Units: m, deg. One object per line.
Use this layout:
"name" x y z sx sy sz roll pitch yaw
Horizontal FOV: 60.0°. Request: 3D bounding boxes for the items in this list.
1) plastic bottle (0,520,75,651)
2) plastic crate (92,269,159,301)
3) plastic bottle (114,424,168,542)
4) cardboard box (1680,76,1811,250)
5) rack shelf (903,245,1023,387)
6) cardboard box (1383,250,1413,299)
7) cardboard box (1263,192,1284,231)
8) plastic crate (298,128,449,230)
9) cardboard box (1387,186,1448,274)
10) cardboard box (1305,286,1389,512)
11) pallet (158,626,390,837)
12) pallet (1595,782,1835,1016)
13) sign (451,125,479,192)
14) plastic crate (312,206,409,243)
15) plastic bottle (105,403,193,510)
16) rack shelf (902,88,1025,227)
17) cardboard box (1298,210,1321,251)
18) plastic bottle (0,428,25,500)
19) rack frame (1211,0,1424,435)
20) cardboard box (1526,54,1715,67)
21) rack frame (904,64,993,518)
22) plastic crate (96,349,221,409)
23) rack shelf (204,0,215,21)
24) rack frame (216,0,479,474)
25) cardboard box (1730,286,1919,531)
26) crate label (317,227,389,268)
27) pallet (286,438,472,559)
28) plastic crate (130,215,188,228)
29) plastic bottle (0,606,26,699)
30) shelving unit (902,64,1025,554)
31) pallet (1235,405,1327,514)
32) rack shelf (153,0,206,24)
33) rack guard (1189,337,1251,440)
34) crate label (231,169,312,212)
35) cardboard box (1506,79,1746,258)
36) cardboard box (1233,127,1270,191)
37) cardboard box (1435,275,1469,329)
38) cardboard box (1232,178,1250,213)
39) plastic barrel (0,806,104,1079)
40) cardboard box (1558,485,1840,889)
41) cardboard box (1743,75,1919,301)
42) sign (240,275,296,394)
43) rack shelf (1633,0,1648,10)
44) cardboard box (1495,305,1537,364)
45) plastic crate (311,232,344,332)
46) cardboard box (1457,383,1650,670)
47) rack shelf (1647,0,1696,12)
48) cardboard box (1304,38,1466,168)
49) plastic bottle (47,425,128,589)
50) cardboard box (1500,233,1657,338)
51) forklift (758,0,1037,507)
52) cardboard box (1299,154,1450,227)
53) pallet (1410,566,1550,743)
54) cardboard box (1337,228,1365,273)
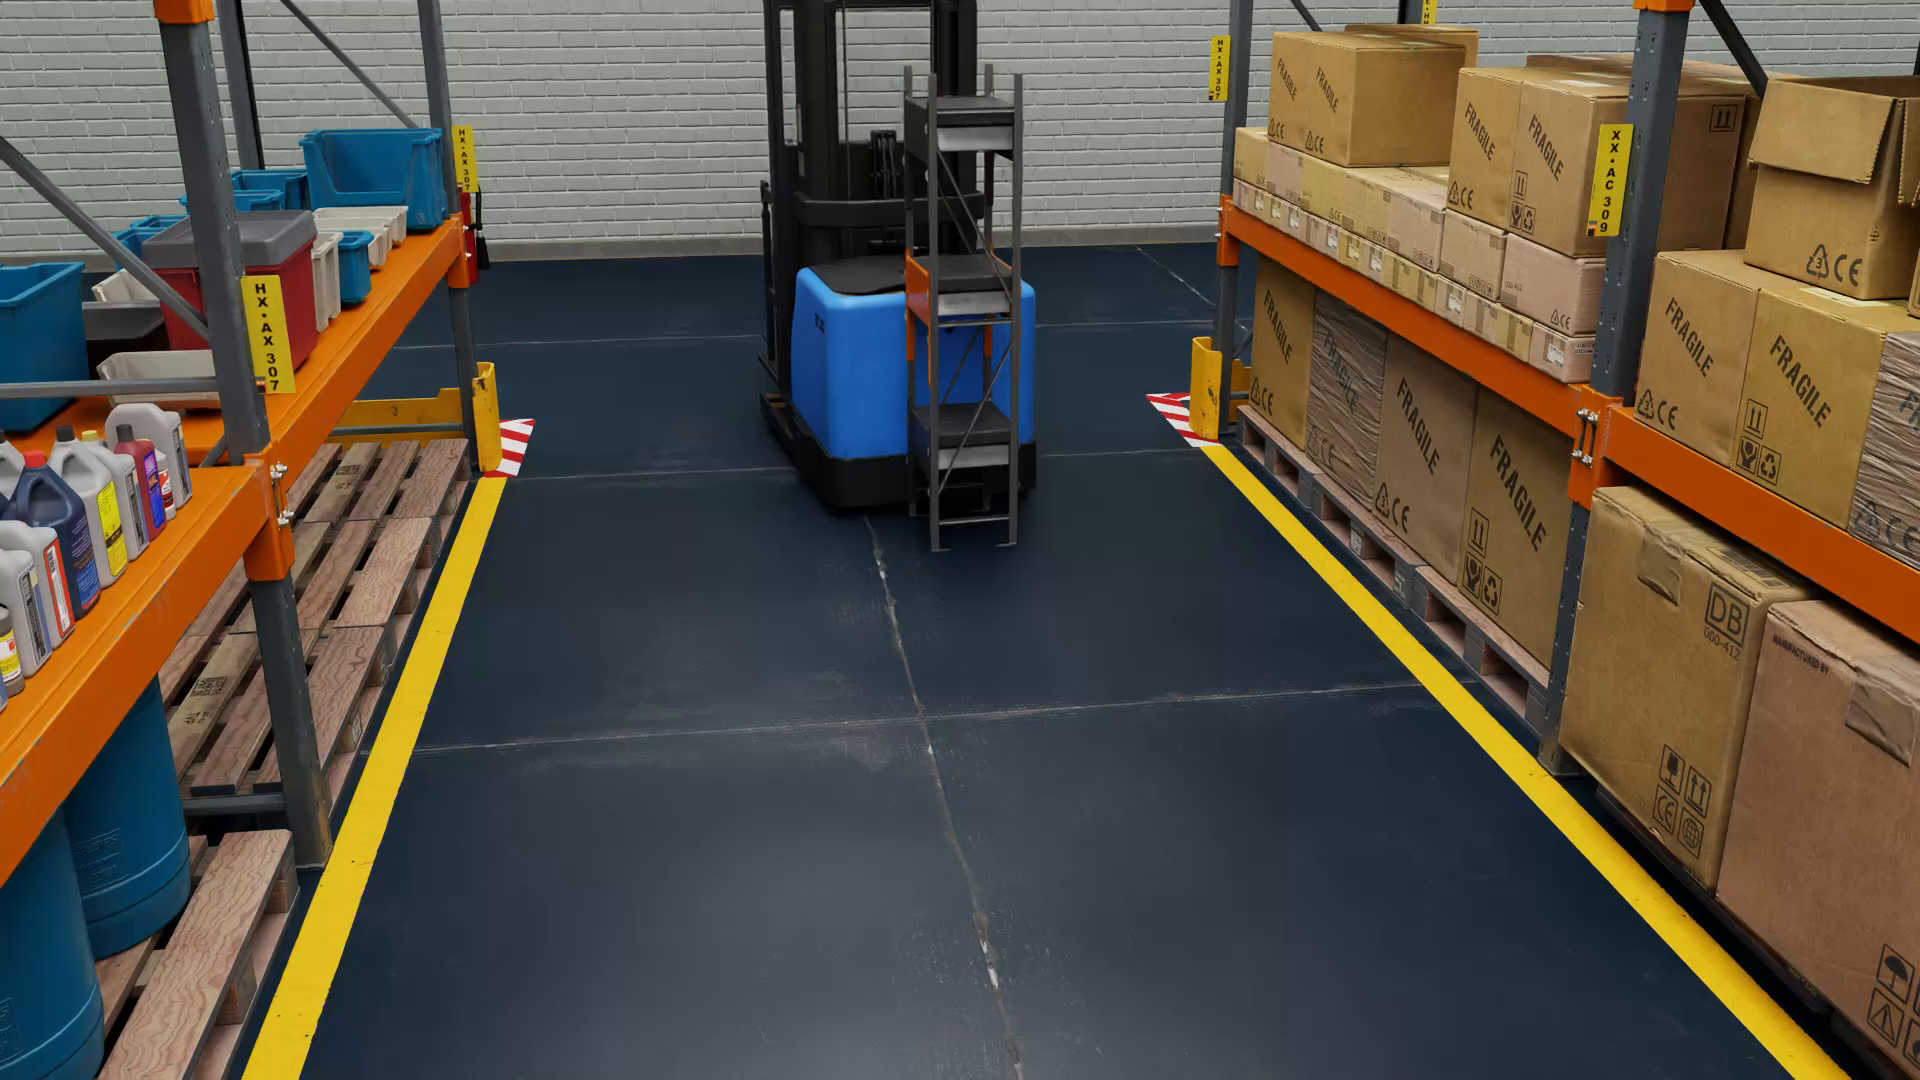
"plastic bottle" -1.925 0.079 3.395 0.152 0.276 0.135 -3 21 -8
"plastic crate" -2.975 -0.893 6.111 0.293 0.136 0.466 -3 21 -8
"plastic bottle" -1.971 -0.148 3.992 0.061 0.283 0.133 -3 21 -8
"cardboard box" 2.659 -1.249 5.492 0.500 0.500 0.500 -3 21 -8
"rack shelf" 0.007 -1.011 7.462 0.431 0.518 0.480 -5 21 -13
"cardboard box" 1.921 -1.067 6.644 0.380 0.149 0.250 -3 21 -9
"cardboard box" 1.698 -1.601 8.073 0.380 0.149 0.250 -3 21 -9
"plastic crate" -2.770 -1.724 7.907 0.616 0.435 0.499 -3 21 -8
"cardboard box" 2.001 -1.215 6.471 0.500 0.250 0.500 -2 21 -7
"cardboard box" 2.201 -0.704 7.750 0.875 0.875 0.875 -3 21 -8
"pallet" -2.571 0.653 5.666 1.003 0.211 1.213 -3 21 -8
"pallet" 2.660 0.919 4.953 1.003 0.211 1.213 -3 21 -8
"sign" -2.461 -1.895 8.270 0.100 0.325 0.005 -3 21 -8
"plastic crate" -2.706 -1.417 7.513 0.396 0.136 0.243 -3 21 -8
"plastic bottle" -2.050 -0.222 4.201 0.152 0.276 0.135 -3 21 -8
"rack shelf" 0.007 -1.667 7.217 0.431 0.518 0.480 -5 21 -13
"cardboard box" 1.773 -1.422 7.596 0.380 0.149 0.250 -3 21 -9
"plastic bottle" -2.113 -0.068 3.682 0.144 0.351 0.185 -3 21 -8
"rack frame" 1.898 -2.035 8.878 1.000 3.000 0.127 -3 21 -8
"cardboard box" 2.516 -1.600 6.431 0.500 0.500 0.500 -4 21 -9
"rack frame" -0.050 -1.107 7.679 0.400 2.100 0.015 -5 21 -13
"plastic crate" -2.352 -0.473 4.988 0.396 0.136 0.243 -3 21 -8
"rack shelf" -2.715 -2.161 5.956 1.077 0.370 4.000 -3 21 -8
"rack frame" -3.003 -1.785 8.209 1.000 3.000 0.127 -3 21 -8
"cardboard box" 2.367 -0.351 4.226 0.500 0.500 0.500 -3 21 -8
"crate label" -2.615 -1.220 6.988 0.396 0.136 0.243 -3 21 -8
"pallet" -2.923 -0.192 7.927 1.003 0.211 1.213 -3 21 -8
"plastic crate" -3.104 -1.177 6.734 0.416 0.233 0.300 -3 21 -8
"plastic bottle" -1.861 0.199 3.180 0.097 0.201 0.097 0 20 0
"shelving unit" 0.007 -1.024 7.457 0.431 2.100 0.503 -5 21 -13
"pallet" 2.091 -0.456 8.635 1.003 0.211 1.213 -3 21 -8
"rack shelf" -2.138 -0.776 2.248 1.077 0.370 4.000 -3 21 -8
"rack guard" 1.895 -0.873 9.338 1.175 0.500 0.348 -3 21 -8
"crate label" -3.293 -1.633 7.955 0.416 0.233 0.303 -3 21 -8
"cardboard box" 2.144 -1.216 5.403 0.500 0.500 0.500 -2 21 -6
"cardboard box" 1.700 -1.924 8.371 0.500 0.250 0.500 -3 21 -9
"cardboard box" 1.995 -0.889 6.167 0.380 0.149 0.250 -3 21 -7
"cardboard box" 1.623 -1.778 8.548 0.380 0.149 0.250 -3 21 -7
"plastic barrel" -2.263 0.820 3.632 0.600 0.901 0.708 -3 21 -8
"cardboard box" 2.587 0.369 4.878 1.225 0.875 0.875 -3 21 -8
"cardboard box" 2.575 -0.946 4.386 0.797 0.503 0.637 -3 21 -9
"sign" -1.882 -0.557 4.525 0.100 0.325 0.005 -3 21 -8
"rack shelf" 2.186 -2.411 6.625 1.077 0.370 4.000 -3 21 -8
"cardboard box" 2.069 -0.711 5.692 0.380 0.149 0.250 -3 21 -7
"plastic crate" -2.464 -0.911 5.952 0.437 0.282 0.530 -3 21 -8
"cardboard box" 2.459 -0.084 6.091 0.875 0.875 0.875 -3 21 -8
"rack shelf" 2.763 -1.026 2.917 1.077 0.370 4.000 -3 21 -8
"cardboard box" 1.853 -1.924 7.297 0.500 0.500 0.500 -3 21 -9
"plastic bottle" -1.970 -0.076 3.702 0.144 0.351 0.185 -3 21 -8
"cardboard box" 2.151 -0.859 5.518 0.500 0.250 0.500 -3 21 -9
"forklift" -0.517 -2.012 8.913 1.130 2.935 3.031 -6 21 -15
"cardboard box" 1.850 -1.571 7.424 0.500 0.250 0.500 -4 21 -10
"pallet" 2.442 0.389 6.373 1.003 0.211 1.213 -3 21 -8
"cardboard box" 1.846 -1.245 7.123 0.380 0.149 0.250 -3 21 -9
